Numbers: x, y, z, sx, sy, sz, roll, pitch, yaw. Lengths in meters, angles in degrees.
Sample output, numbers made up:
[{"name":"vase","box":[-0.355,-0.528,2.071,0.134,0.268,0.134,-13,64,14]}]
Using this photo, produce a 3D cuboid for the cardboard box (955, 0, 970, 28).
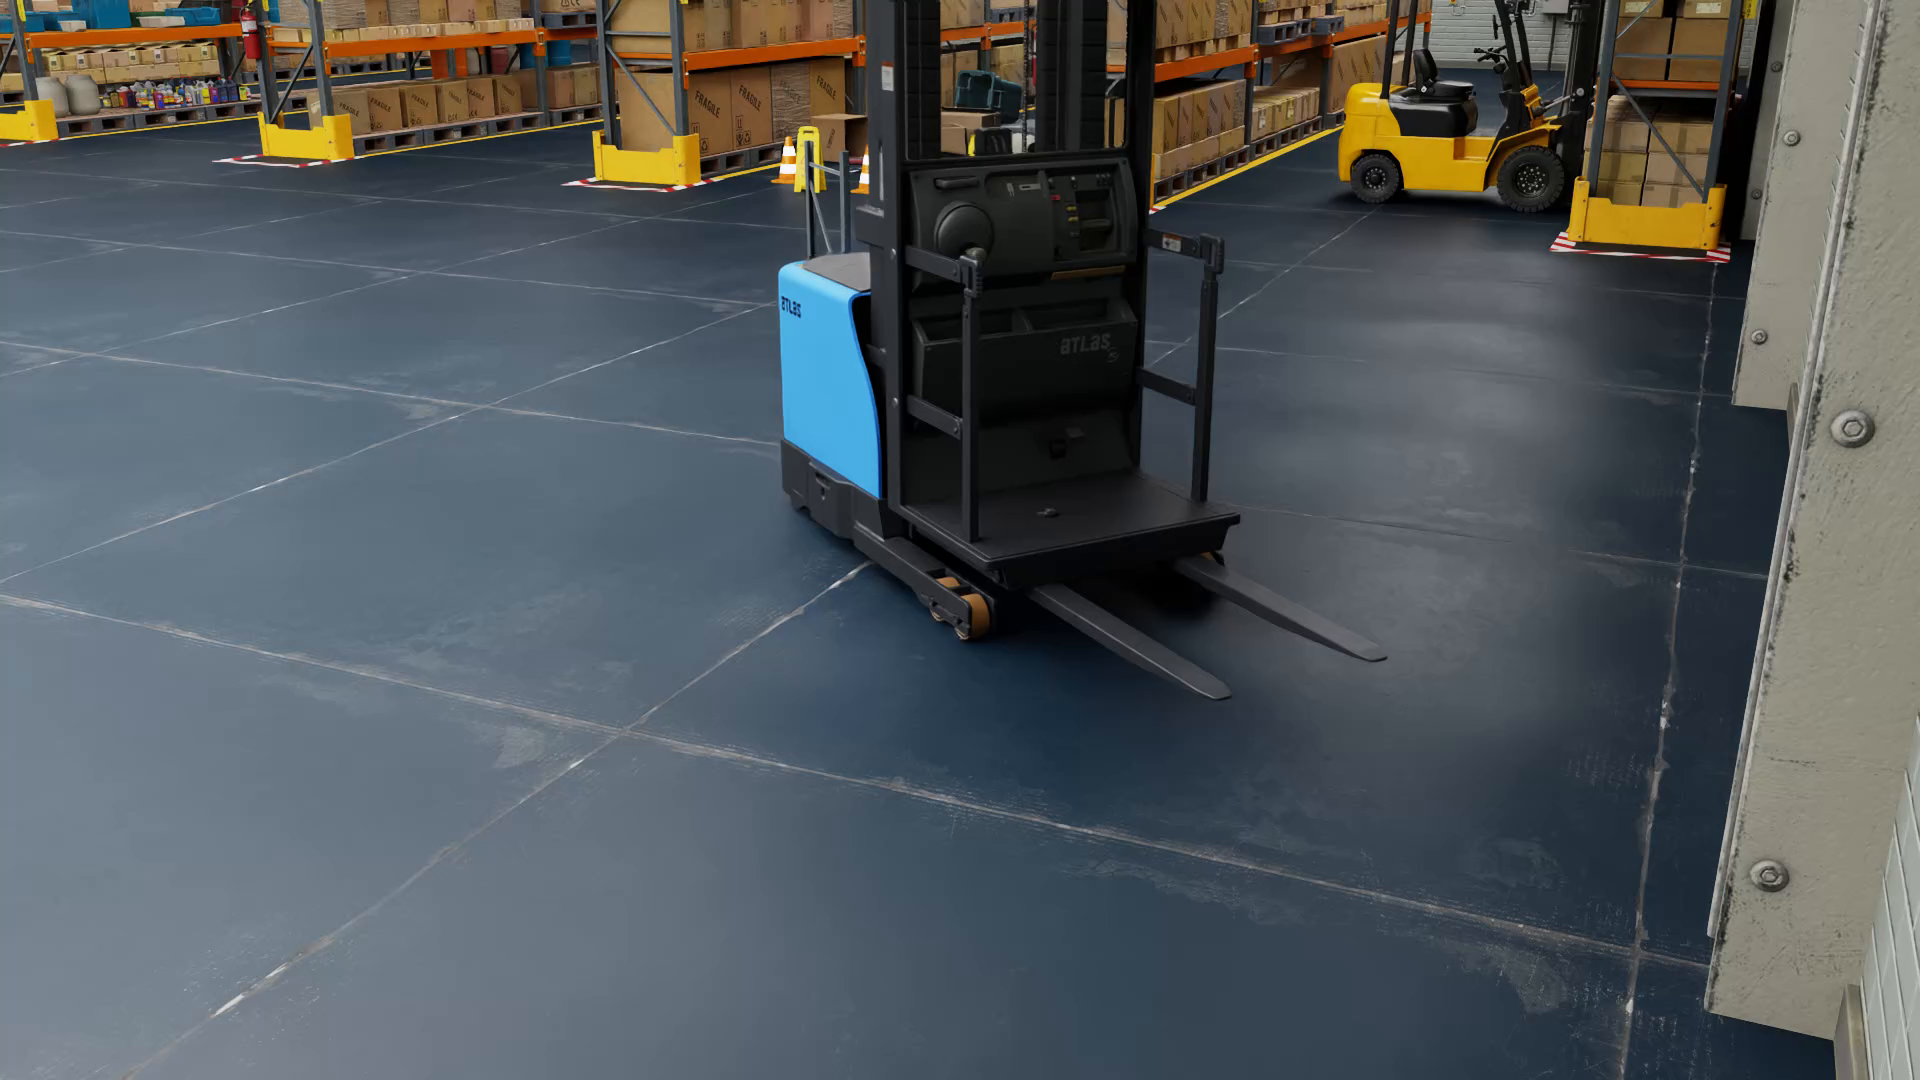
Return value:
[{"name":"cardboard box","box":[-0.191,-7.428,23.228,0.500,0.500,0.500,9,21,23]}]

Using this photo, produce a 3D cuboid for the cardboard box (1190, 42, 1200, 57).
[{"name":"cardboard box","box":[2.246,-5.040,17.039,0.380,0.149,0.250,8,21,21]}]

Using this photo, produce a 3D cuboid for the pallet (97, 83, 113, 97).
[{"name":"pallet","box":[-14.938,-7.473,27.667,1.003,0.211,1.213,9,21,23]}]

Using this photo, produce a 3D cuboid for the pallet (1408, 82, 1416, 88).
[{"name":"pallet","box":[7.030,-7.564,27.923,1.003,0.211,1.213,9,21,23]}]

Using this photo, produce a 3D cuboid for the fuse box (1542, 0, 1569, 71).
[{"name":"fuse box","box":[11.932,-10.292,33.354,0.539,1.711,0.414,9,21,23]}]

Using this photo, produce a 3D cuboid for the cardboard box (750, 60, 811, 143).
[{"name":"cardboard box","box":[-2.371,-5.223,19.722,0.875,0.875,0.875,9,21,23]}]

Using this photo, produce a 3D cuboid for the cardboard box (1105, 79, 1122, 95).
[{"name":"cardboard box","box":[1.414,-4.577,16.751,0.380,0.149,0.250,9,22,24]}]

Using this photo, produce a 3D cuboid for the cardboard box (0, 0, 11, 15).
[{"name":"cardboard box","box":[-15.380,-8.467,26.151,0.700,0.500,0.500,8,21,21]}]

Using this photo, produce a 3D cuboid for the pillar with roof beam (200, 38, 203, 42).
[{"name":"pillar with roof beam","box":[-13.024,-14.249,33.606,9.100,9.000,0.400,9,21,23]}]

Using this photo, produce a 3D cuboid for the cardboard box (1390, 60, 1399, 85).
[{"name":"cardboard box","box":[6.504,-7.450,26.637,0.875,0.438,0.875,8,21,22]}]

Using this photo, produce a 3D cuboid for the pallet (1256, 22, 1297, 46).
[{"name":"pallet","box":[3.319,-5.960,19.536,1.003,0.211,1.213,9,21,23]}]

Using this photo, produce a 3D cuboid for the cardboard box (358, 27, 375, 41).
[{"name":"cardboard box","box":[-7.236,-6.057,19.900,0.380,0.149,0.250,9,21,23]}]

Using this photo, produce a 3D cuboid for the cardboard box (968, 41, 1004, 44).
[{"name":"cardboard box","box":[0.414,-7.635,25.945,0.500,0.250,0.500,9,22,24]}]

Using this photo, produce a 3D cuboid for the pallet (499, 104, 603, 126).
[{"name":"pallet","box":[-5.850,-6.120,23.863,1.003,0.211,1.213,9,21,23]}]

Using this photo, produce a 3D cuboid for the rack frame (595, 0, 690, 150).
[{"name":"rack frame","box":[-3.322,-5.262,17.288,1.000,3.000,0.127,9,21,23]}]

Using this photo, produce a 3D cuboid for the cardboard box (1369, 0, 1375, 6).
[{"name":"cardboard box","box":[5.786,-7.966,24.368,0.500,0.250,0.500,9,22,24]}]

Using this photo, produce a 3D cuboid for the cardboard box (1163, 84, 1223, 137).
[{"name":"cardboard box","box":[2.461,-4.562,17.679,0.500,0.500,0.500,10,22,26]}]

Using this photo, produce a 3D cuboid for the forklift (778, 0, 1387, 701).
[{"name":"forklift","box":[0.347,-1.194,5.953,1.130,2.935,3.031,-10,22,-26]}]

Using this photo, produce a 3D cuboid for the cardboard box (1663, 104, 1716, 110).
[{"name":"cardboard box","box":[6.767,-3.888,15.410,0.500,0.250,0.500,8,21,22]}]

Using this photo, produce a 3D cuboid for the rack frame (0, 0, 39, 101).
[{"name":"rack frame","box":[-12.324,-6.653,21.199,1.000,3.000,0.127,9,21,23]}]

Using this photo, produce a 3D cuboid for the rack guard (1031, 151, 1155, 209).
[{"name":"rack guard","box":[1.266,-3.459,15.949,1.175,0.500,0.348,9,21,23]}]

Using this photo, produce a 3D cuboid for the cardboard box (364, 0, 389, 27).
[{"name":"cardboard box","box":[-7.460,-6.494,20.160,0.875,0.500,0.500,9,21,23]}]

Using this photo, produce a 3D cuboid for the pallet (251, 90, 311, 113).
[{"name":"pallet","box":[-10.400,-6.807,25.795,1.003,0.211,1.213,9,21,23]}]

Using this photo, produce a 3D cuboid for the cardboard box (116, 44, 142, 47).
[{"name":"cardboard box","box":[-14.467,-8.509,29.057,0.500,0.311,0.500,8,21,21]}]

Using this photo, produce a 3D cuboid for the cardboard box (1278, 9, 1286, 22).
[{"name":"cardboard box","box":[3.688,-6.286,19.917,0.380,0.149,0.250,9,21,24]}]

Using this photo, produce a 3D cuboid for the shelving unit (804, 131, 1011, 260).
[{"name":"shelving unit","box":[-0.133,-1.139,7.933,1.083,1.500,0.587,-9,21,-23]}]

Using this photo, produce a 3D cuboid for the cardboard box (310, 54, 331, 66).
[{"name":"cardboard box","box":[-12.491,-9.382,31.948,0.500,0.500,0.500,8,21,21]}]

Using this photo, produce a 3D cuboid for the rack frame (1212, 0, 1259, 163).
[{"name":"rack frame","box":[2.873,-5.836,18.903,1.000,3.000,0.127,9,21,23]}]

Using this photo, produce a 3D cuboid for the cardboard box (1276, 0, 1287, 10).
[{"name":"cardboard box","box":[3.531,-6.479,19.489,0.500,0.500,0.500,9,21,23]}]

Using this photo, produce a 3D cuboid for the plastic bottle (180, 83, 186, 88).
[{"name":"plastic bottle","box":[-11.345,-6.547,24.316,0.097,0.271,0.097,0,20,0]}]

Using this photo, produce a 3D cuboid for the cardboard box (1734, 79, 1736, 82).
[{"name":"cardboard box","box":[9.897,-6.056,21.658,0.380,0.149,0.250,8,21,20]}]

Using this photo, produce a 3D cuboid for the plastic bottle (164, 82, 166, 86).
[{"name":"plastic bottle","box":[-11.579,-6.511,24.197,0.061,0.283,0.133,10,22,25]}]

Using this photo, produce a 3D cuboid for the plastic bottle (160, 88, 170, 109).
[{"name":"plastic bottle","box":[-11.157,-6.191,23.315,0.097,0.271,0.097,0,20,0]}]

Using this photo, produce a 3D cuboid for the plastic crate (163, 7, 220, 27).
[{"name":"plastic crate","box":[-10.892,-7.430,23.606,0.499,0.251,0.616,9,21,23]}]

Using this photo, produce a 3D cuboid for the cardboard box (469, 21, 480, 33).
[{"name":"cardboard box","box":[-6.479,-6.678,21.645,0.380,0.149,0.250,9,21,23]}]

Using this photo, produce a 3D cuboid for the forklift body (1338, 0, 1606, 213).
[{"name":"forklift body","box":[4.877,-4.364,16.029,2.313,2.155,1.214,9,21,23]}]

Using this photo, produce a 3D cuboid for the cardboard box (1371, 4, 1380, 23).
[{"name":"cardboard box","box":[5.986,-7.884,24.884,0.500,0.250,0.500,8,21,22]}]

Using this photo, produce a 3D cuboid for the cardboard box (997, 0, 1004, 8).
[{"name":"cardboard box","box":[0.431,-7.978,24.673,0.380,0.149,0.250,10,22,25]}]

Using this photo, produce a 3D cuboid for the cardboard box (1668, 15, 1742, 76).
[{"name":"cardboard box","box":[6.414,-4.256,14.311,0.500,0.500,0.500,9,22,24]}]

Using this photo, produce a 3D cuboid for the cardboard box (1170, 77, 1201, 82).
[{"name":"cardboard box","box":[2.385,-4.949,18.765,0.500,0.500,0.500,10,22,25]}]

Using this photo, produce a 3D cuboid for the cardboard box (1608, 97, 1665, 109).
[{"name":"cardboard box","box":[6.507,-4.116,16.051,0.500,0.250,0.500,9,22,25]}]

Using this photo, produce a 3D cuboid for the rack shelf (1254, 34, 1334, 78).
[{"name":"rack shelf","box":[3.692,-6.109,20.743,1.077,0.370,4.000,9,21,23]}]

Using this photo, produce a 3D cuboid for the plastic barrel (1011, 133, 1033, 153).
[{"name":"plastic barrel","box":[0.700,-4.239,18.256,0.421,0.421,0.512,-9,22,-24]}]

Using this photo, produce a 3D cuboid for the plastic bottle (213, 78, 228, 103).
[{"name":"plastic bottle","box":[-10.766,-6.540,24.178,0.144,0.351,0.185,7,21,20]}]

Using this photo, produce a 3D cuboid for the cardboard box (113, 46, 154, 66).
[{"name":"cardboard box","box":[-14.179,-8.285,28.429,0.500,0.311,0.500,9,22,24]}]

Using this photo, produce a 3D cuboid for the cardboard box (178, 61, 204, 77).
[{"name":"cardboard box","box":[-13.767,-8.329,29.390,0.500,0.250,0.500,8,21,22]}]

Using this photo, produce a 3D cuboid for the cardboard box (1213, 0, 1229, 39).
[{"name":"cardboard box","box":[2.505,-5.536,17.466,0.500,0.500,0.500,9,22,24]}]

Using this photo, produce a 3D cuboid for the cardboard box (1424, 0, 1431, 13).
[{"name":"cardboard box","box":[7.831,-9.368,28.684,0.500,0.500,0.500,9,21,23]}]

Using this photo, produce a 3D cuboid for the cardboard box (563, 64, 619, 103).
[{"name":"cardboard box","box":[-5.456,-6.725,24.475,0.700,0.500,0.500,7,21,18]}]

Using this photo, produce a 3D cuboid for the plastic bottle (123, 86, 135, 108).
[{"name":"plastic bottle","box":[-11.747,-6.261,23.494,0.061,0.283,0.133,9,21,23]}]

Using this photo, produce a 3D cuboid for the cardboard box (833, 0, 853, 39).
[{"name":"cardboard box","box":[-1.824,-6.441,20.379,0.875,0.550,0.550,9,21,23]}]

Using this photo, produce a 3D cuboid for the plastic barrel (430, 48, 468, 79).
[{"name":"plastic barrel","box":[-8.864,-8.426,28.796,0.600,0.830,0.708,9,21,23]}]

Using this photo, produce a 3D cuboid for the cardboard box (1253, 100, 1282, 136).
[{"name":"cardboard box","box":[3.377,-5.177,20.344,0.950,0.372,0.625,10,22,26]}]

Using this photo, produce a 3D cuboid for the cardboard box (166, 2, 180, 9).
[{"name":"cardboard box","box":[-13.682,-9.348,29.152,0.380,0.149,0.250,9,21,23]}]

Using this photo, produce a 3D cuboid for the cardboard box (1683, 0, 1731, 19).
[{"name":"cardboard box","box":[6.141,-4.354,13.619,0.380,0.149,0.250,8,21,21]}]
